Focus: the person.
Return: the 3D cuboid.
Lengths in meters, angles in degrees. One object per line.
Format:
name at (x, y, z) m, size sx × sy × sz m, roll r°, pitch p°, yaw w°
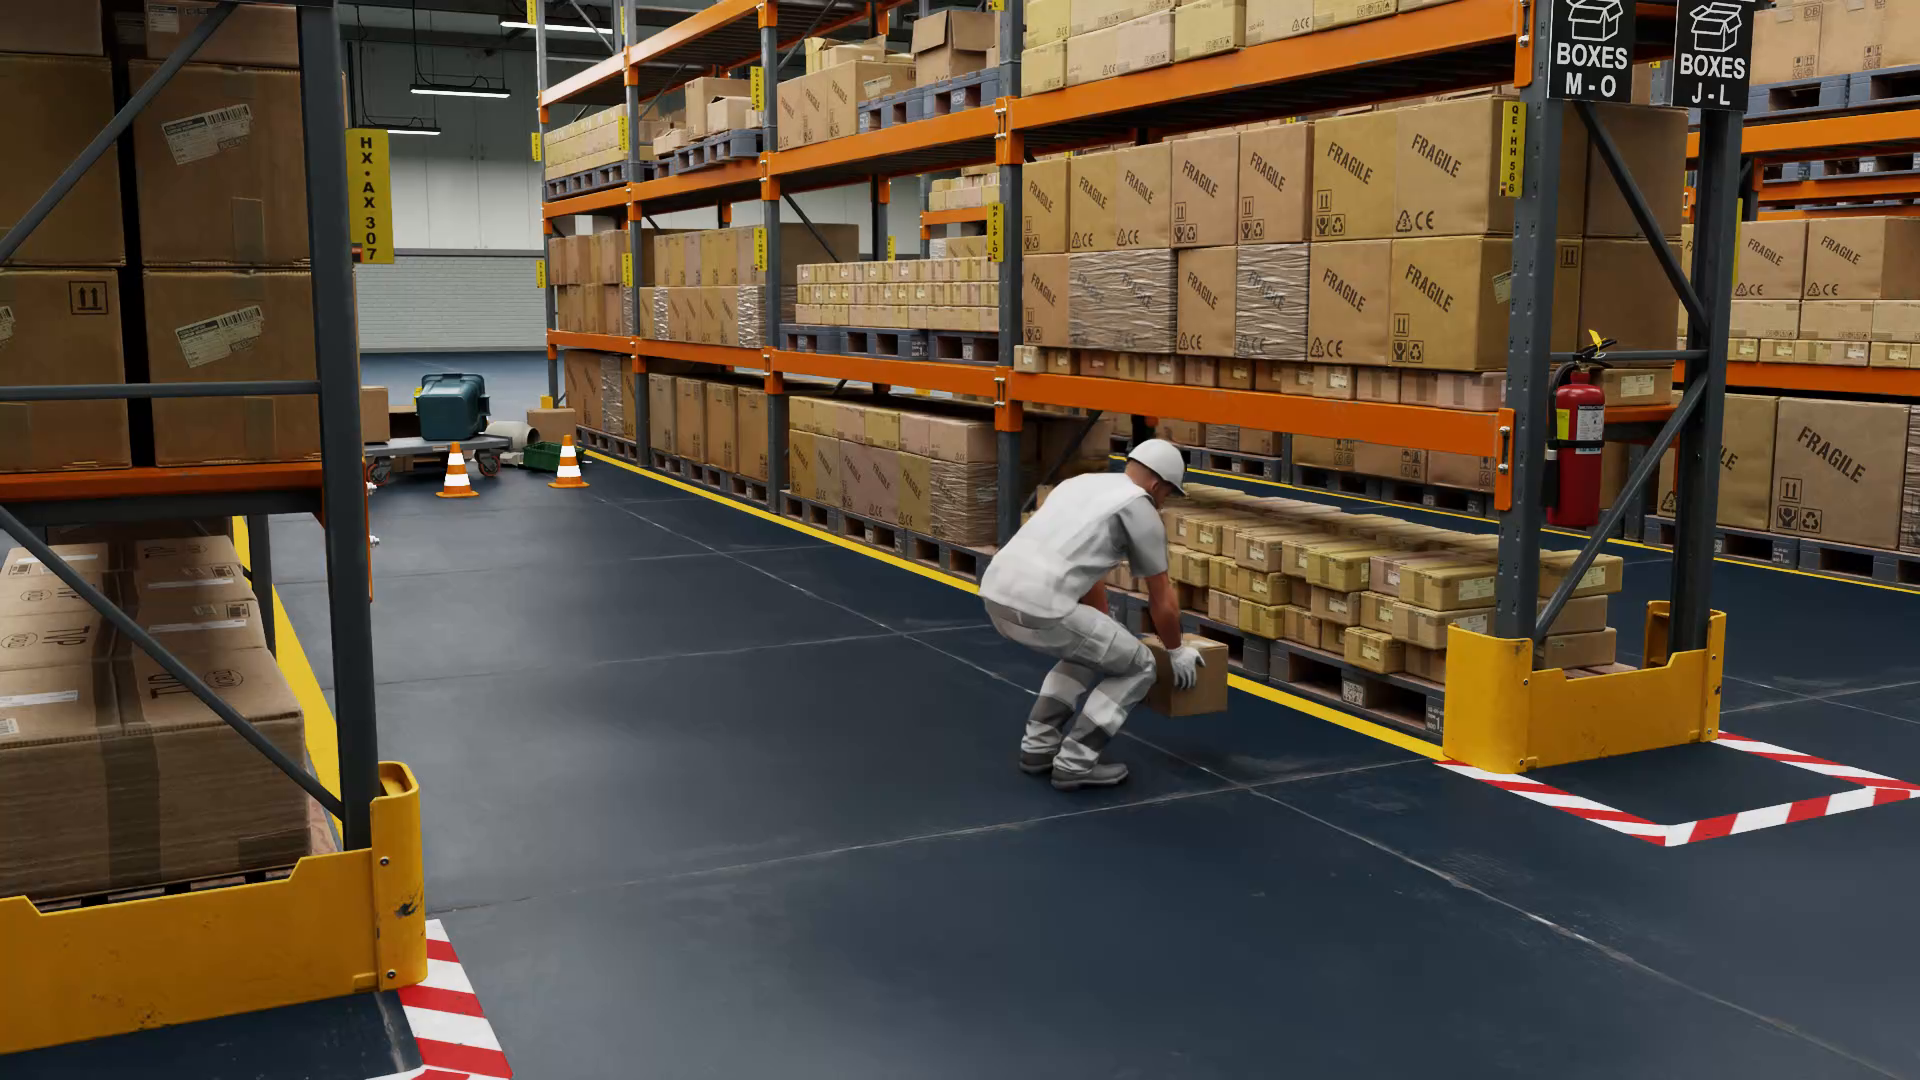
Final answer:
person at (0.463, 0.250, 6.048) m, size 0.839 × 1.212 × 0.586 m, roll -4°, pitch 9°, yaw -26°
